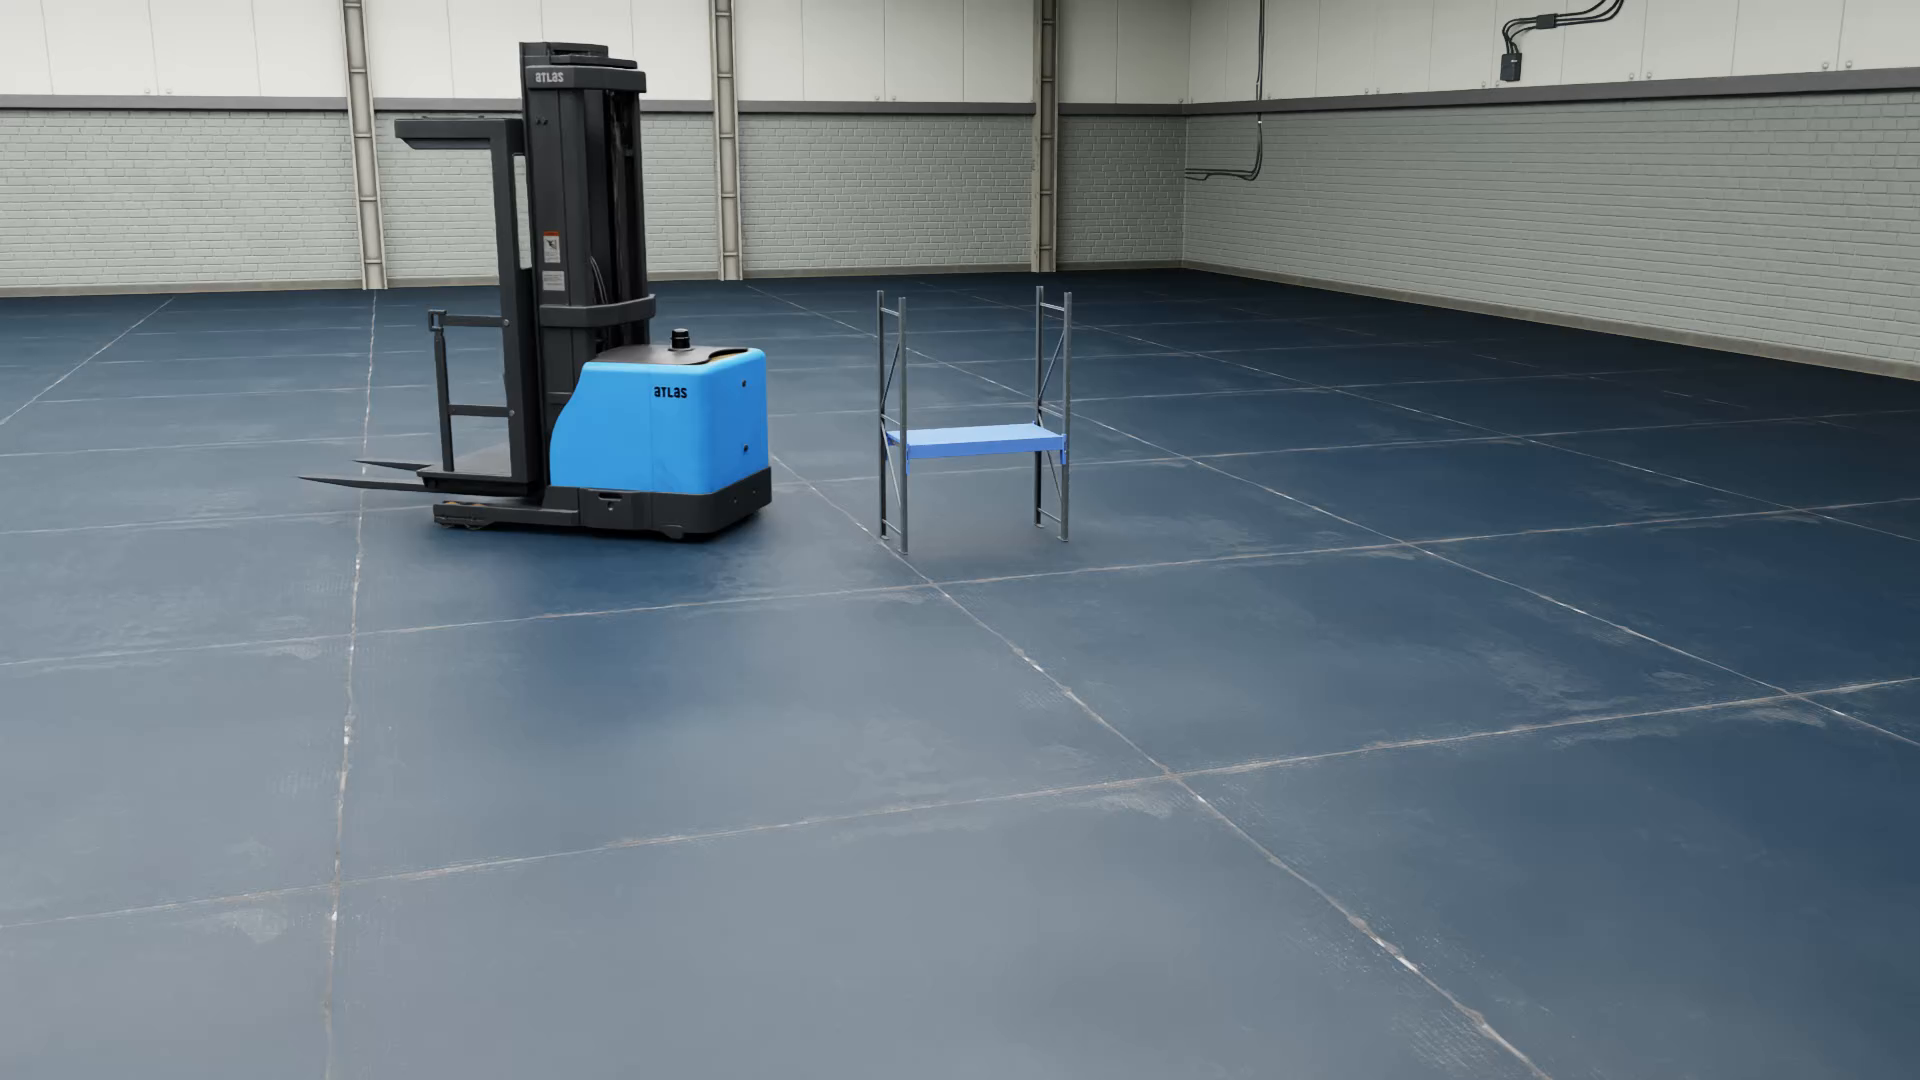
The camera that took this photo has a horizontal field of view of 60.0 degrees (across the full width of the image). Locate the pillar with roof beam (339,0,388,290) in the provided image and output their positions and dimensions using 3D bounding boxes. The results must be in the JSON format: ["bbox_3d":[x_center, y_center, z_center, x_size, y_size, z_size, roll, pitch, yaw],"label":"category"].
[{"bbox_3d":[-8.418,-7.645,22.839,0.400,9.000,9.100,-4,14,-18],"label":"pillar with roof beam"}]

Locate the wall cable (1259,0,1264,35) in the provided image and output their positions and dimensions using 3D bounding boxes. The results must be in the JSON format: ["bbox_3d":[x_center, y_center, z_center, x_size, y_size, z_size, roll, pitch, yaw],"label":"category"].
[{"bbox_3d":[5.659,-9.756,27.507,0.112,2.526,3.097,-4,14,-18],"label":"wall cable"}]

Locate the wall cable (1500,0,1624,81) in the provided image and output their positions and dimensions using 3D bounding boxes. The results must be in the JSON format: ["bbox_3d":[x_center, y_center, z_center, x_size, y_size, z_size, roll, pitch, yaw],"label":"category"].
[{"bbox_3d":[7.809,-8.974,21.075,0.169,6.003,2.305,-4,14,-18],"label":"wall cable"}]

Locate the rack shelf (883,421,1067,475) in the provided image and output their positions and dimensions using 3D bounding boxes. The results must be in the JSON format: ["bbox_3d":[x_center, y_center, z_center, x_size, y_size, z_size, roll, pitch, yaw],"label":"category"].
[{"bbox_3d":[0.081,-0.561,10.037,1.000,0.185,0.538,-4,14,-18],"label":"rack shelf"}]

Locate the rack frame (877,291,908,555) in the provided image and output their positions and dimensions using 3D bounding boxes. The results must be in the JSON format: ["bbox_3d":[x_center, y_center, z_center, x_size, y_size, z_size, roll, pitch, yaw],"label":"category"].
[{"bbox_3d":[-0.401,-0.698,9.838,0.032,1.500,0.500,-4,14,-18],"label":"rack frame"}]

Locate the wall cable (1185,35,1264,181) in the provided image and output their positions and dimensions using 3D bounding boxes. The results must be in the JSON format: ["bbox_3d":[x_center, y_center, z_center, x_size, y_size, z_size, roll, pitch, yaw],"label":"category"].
[{"bbox_3d":[4.796,-7.892,30.586,0.112,2.526,3.097,-4,14,-18],"label":"wall cable"}]

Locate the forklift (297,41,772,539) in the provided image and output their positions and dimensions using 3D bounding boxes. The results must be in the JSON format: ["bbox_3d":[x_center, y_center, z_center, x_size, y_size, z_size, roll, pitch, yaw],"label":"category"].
[{"bbox_3d":[-2.806,-1.600,10.537,3.031,2.935,1.130,4,14,15],"label":"forklift"}]

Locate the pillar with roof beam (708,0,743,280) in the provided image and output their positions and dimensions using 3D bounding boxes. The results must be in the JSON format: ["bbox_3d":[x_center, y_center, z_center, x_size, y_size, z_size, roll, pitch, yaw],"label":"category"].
[{"bbox_3d":[-2.731,-8.088,24.700,0.400,9.000,9.100,-4,14,-18],"label":"pillar with roof beam"}]

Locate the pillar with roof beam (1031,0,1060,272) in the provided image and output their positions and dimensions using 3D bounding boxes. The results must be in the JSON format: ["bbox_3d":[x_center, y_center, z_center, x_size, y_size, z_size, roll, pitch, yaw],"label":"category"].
[{"bbox_3d":[2.956,-8.531,26.562,0.400,9.000,9.100,-4,14,-18],"label":"pillar with roof beam"}]

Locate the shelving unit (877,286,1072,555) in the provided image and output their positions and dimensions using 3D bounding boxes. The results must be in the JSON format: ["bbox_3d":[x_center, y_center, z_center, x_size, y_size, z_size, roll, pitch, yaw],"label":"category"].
[{"bbox_3d":[0.081,-0.736,9.996,1.048,1.500,0.538,-4,14,-18],"label":"shelving unit"}]

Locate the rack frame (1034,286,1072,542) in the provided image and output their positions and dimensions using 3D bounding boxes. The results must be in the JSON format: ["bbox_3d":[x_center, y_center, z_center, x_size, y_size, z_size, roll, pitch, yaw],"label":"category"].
[{"bbox_3d":[0.563,-0.773,10.153,0.032,1.500,0.500,-4,14,-18],"label":"rack frame"}]
